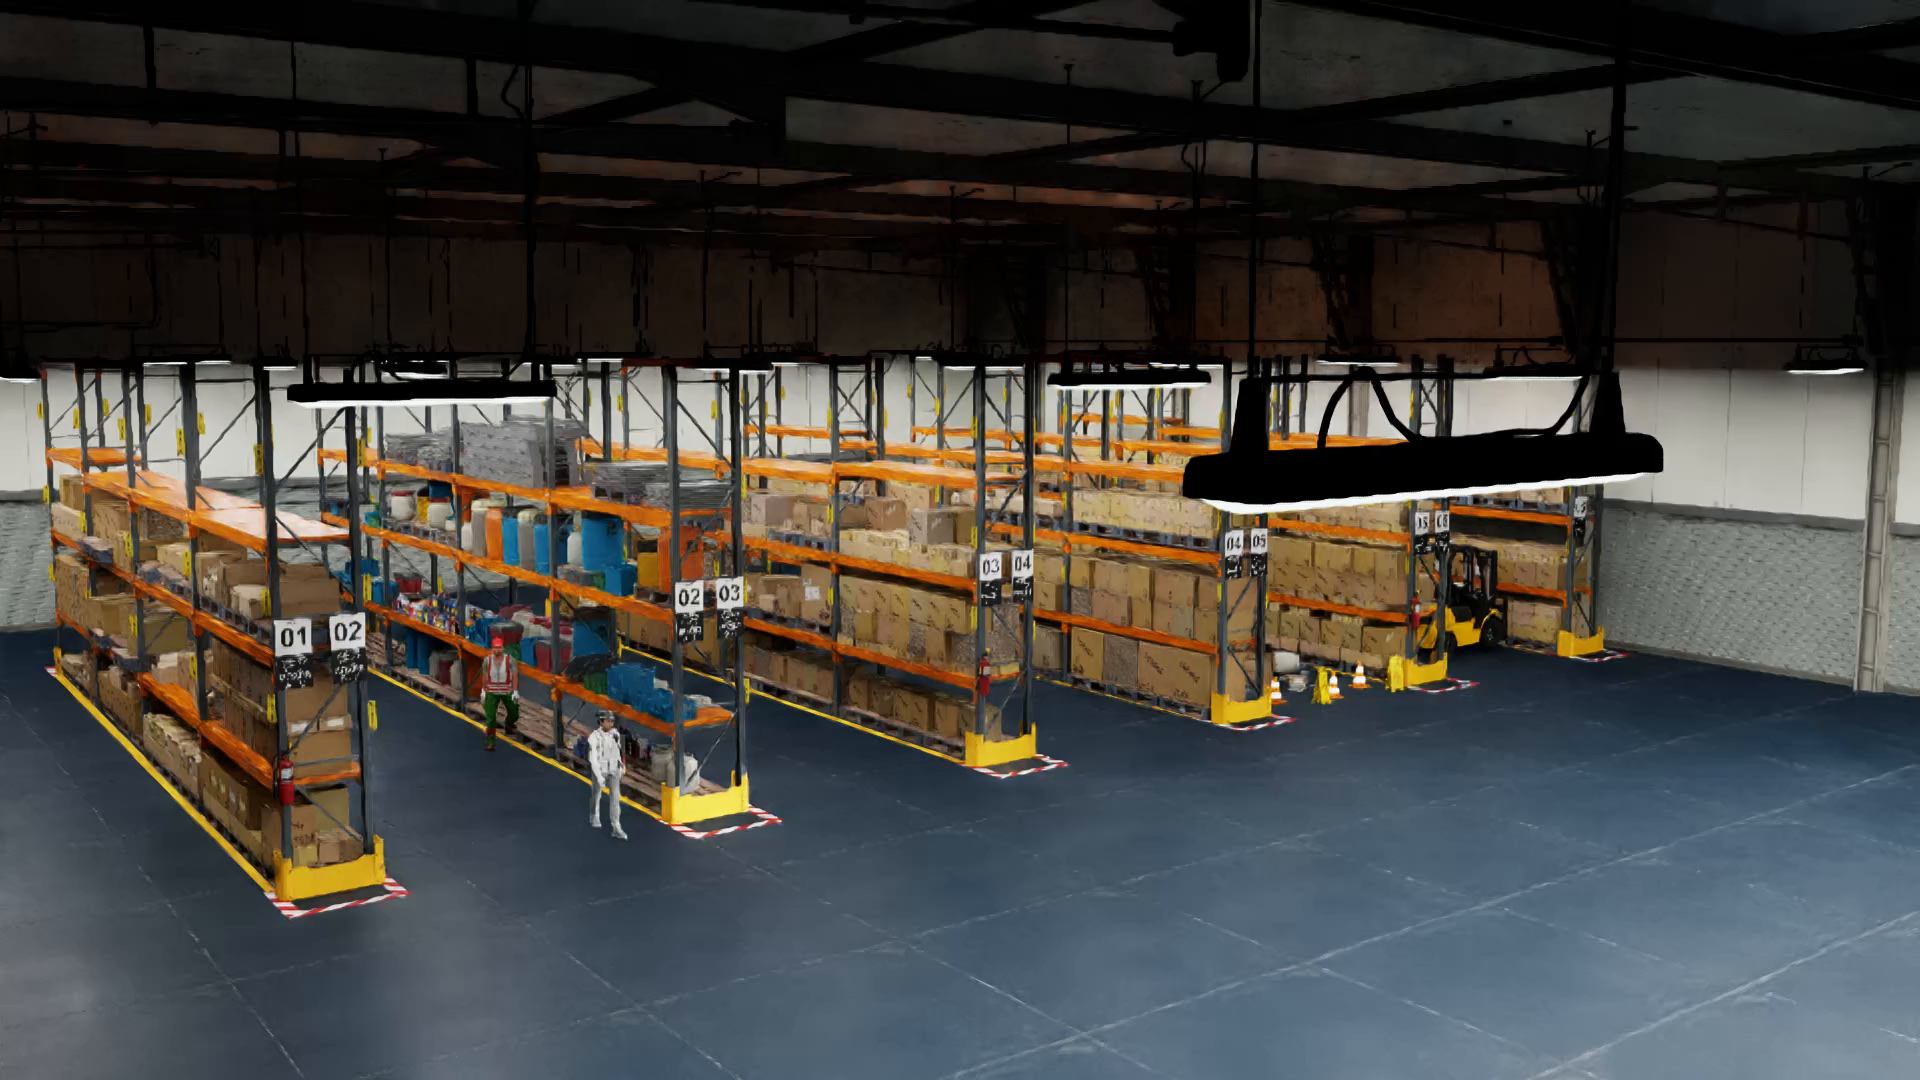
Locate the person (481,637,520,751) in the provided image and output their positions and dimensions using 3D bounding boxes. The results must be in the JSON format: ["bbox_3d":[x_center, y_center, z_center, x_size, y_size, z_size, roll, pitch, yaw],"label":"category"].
[{"bbox_3d":[-7.182,2.370,25.934,0.591,1.751,0.994,-2,7,-13],"label":"person"}]

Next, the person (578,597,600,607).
[{"bbox_3d":[-7.164,1.619,32.252,0.553,1.682,0.437,3,8,25],"label":"person"}]

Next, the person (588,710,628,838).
[{"bbox_3d":[-4.520,2.952,21.314,0.483,1.609,0.998,-4,8,-31],"label":"person"}]
